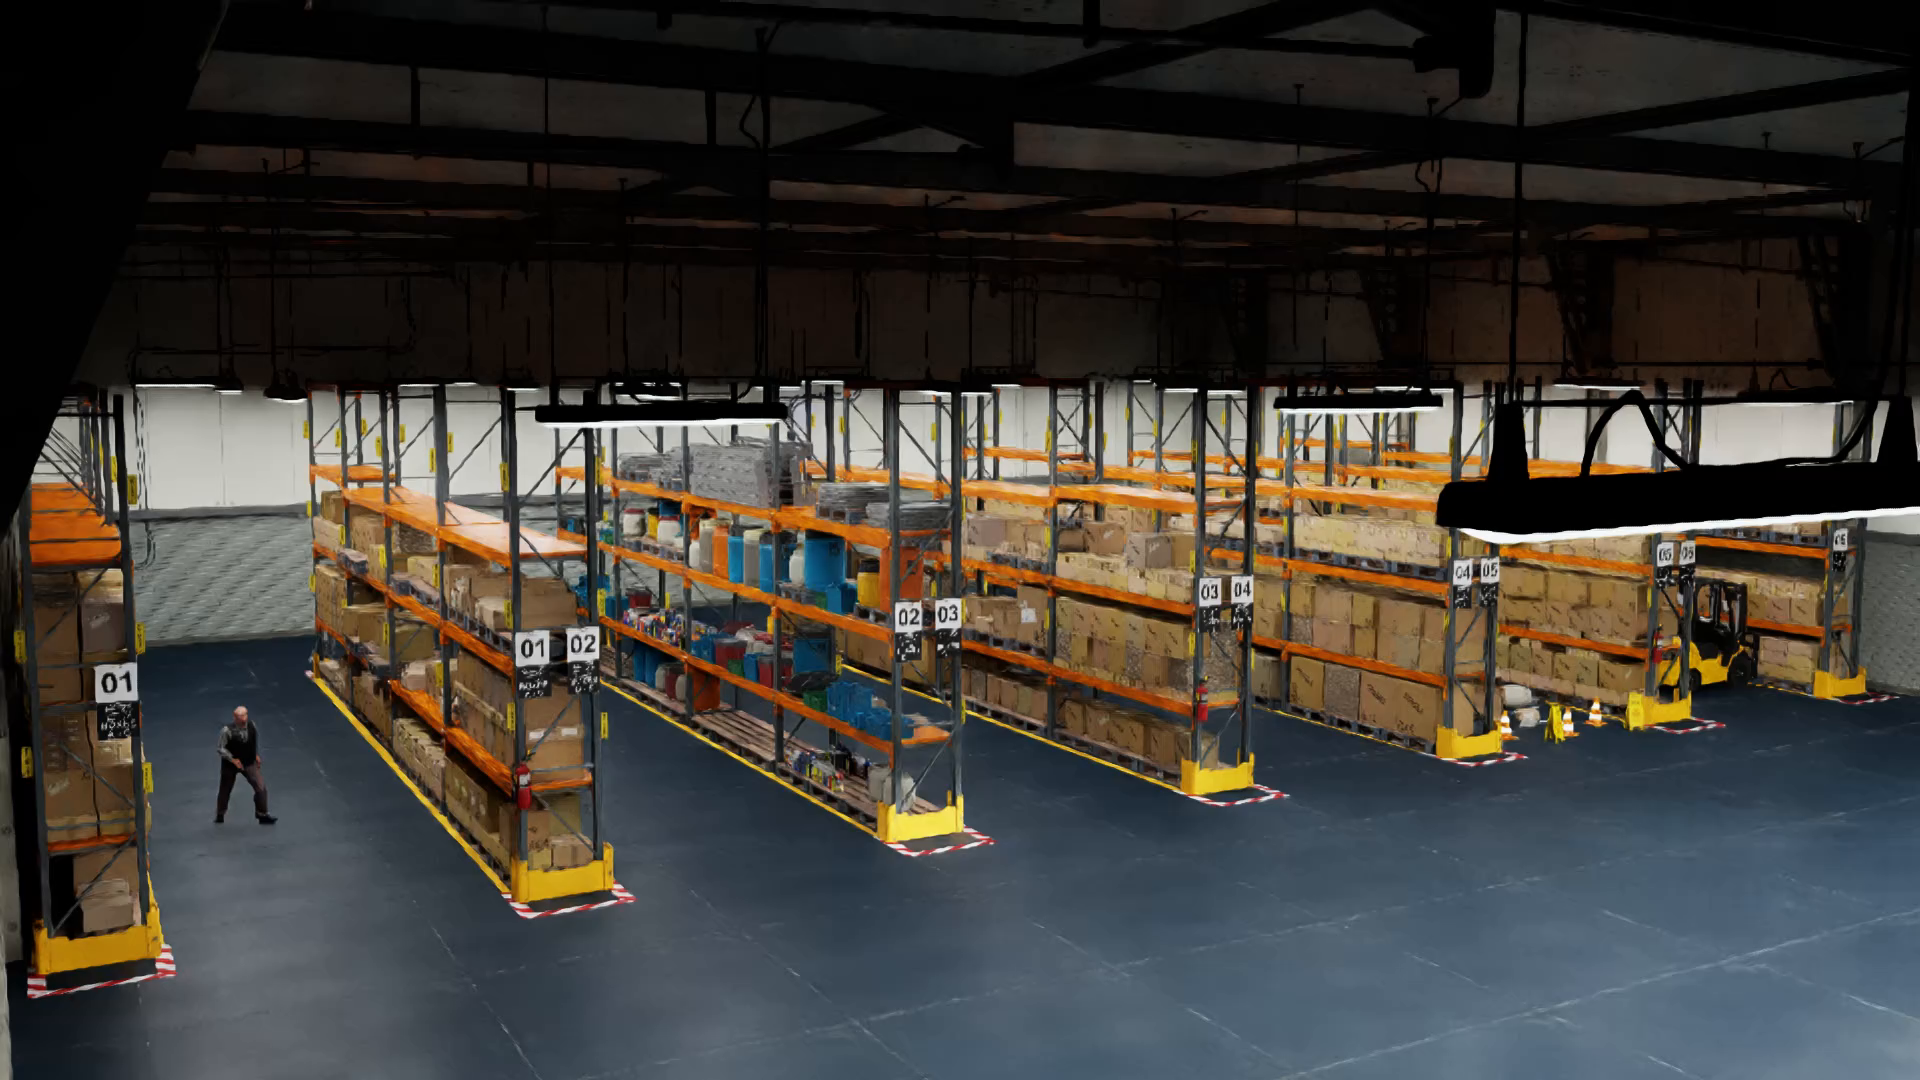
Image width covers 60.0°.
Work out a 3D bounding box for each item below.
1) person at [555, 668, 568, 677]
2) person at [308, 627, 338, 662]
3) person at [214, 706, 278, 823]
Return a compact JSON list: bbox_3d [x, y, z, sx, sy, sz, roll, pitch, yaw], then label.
[{"bbox_3d":[-7.194,2.327,30.313,0.628,1.583,0.828,-3,7,-23],"label":"person"},{"bbox_3d":[-13.423,1.720,35.113,0.520,1.763,0.713,2,6,20],"label":"person"},{"bbox_3d":[-9.884,3.076,22.823,0.844,1.661,0.682,6,8,44],"label":"person"}]
